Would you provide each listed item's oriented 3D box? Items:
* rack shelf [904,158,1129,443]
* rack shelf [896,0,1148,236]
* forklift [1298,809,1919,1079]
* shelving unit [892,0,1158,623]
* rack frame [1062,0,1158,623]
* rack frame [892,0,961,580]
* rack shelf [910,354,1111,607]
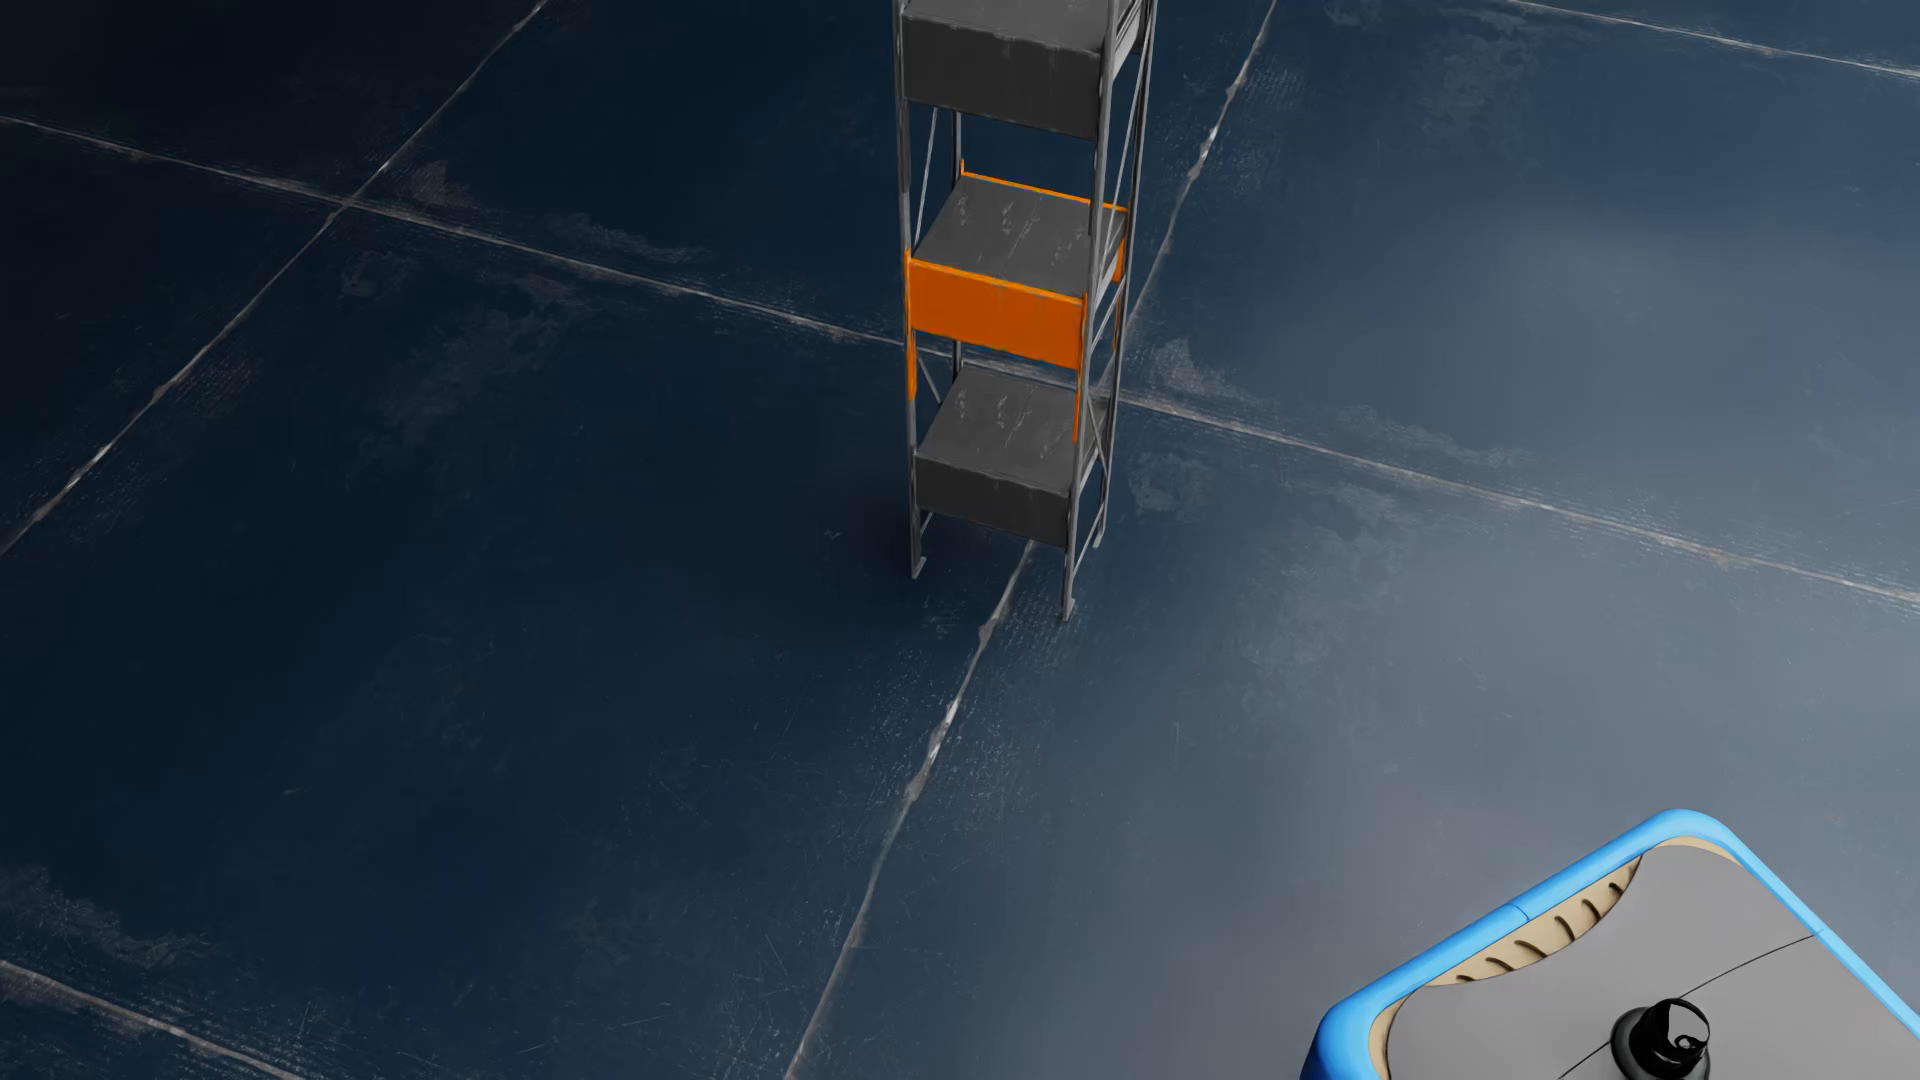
[{"bbox_3d":[0.155,-0.635,4.429,0.480,0.518,0.431,16,51,13],"label":"rack shelf"},{"bbox_3d":[0.155,-1.094,3.900,0.480,0.518,0.431,16,51,13],"label":"rack shelf"},{"bbox_3d":[1.815,1.416,2.083,1.130,2.935,3.031,-24,53,-19],"label":"forklift"},{"bbox_3d":[0.155,-0.644,4.419,0.503,2.100,0.431,16,51,13],"label":"shelving unit"},{"bbox_3d":[0.384,-0.580,4.364,0.015,2.100,0.400,16,51,13],"label":"rack frame"},{"bbox_3d":[-0.074,-0.708,4.474,0.015,2.100,0.400,16,51,13],"label":"rack frame"},{"bbox_3d":[0.155,-0.177,4.958,0.480,0.518,0.431,16,51,13],"label":"rack shelf"}]
